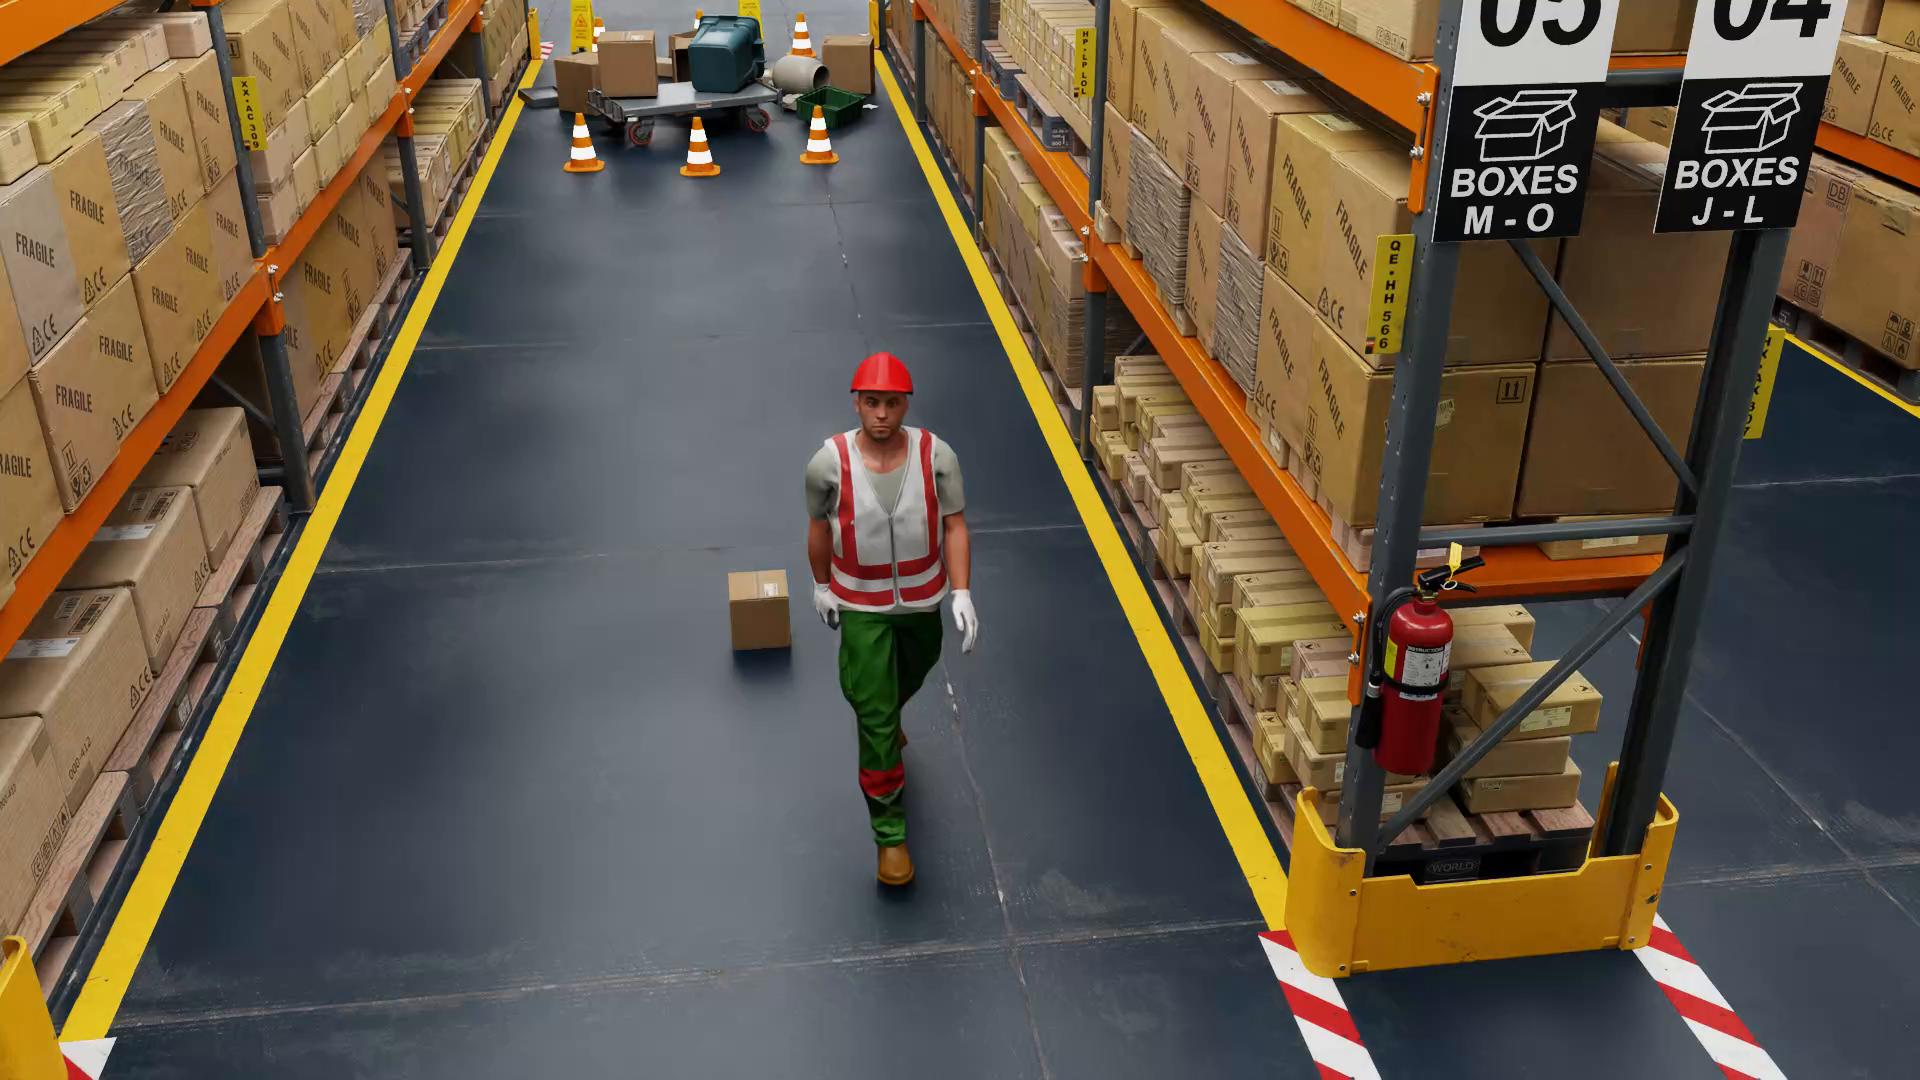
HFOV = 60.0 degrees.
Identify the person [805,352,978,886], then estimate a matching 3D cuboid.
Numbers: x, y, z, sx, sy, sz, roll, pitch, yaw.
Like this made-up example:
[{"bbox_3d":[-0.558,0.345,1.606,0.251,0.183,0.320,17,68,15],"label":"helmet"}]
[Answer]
[{"bbox_3d":[-0.230,0.203,5.698,0.529,1.747,1.056,-7,28,-14],"label":"person"}]
